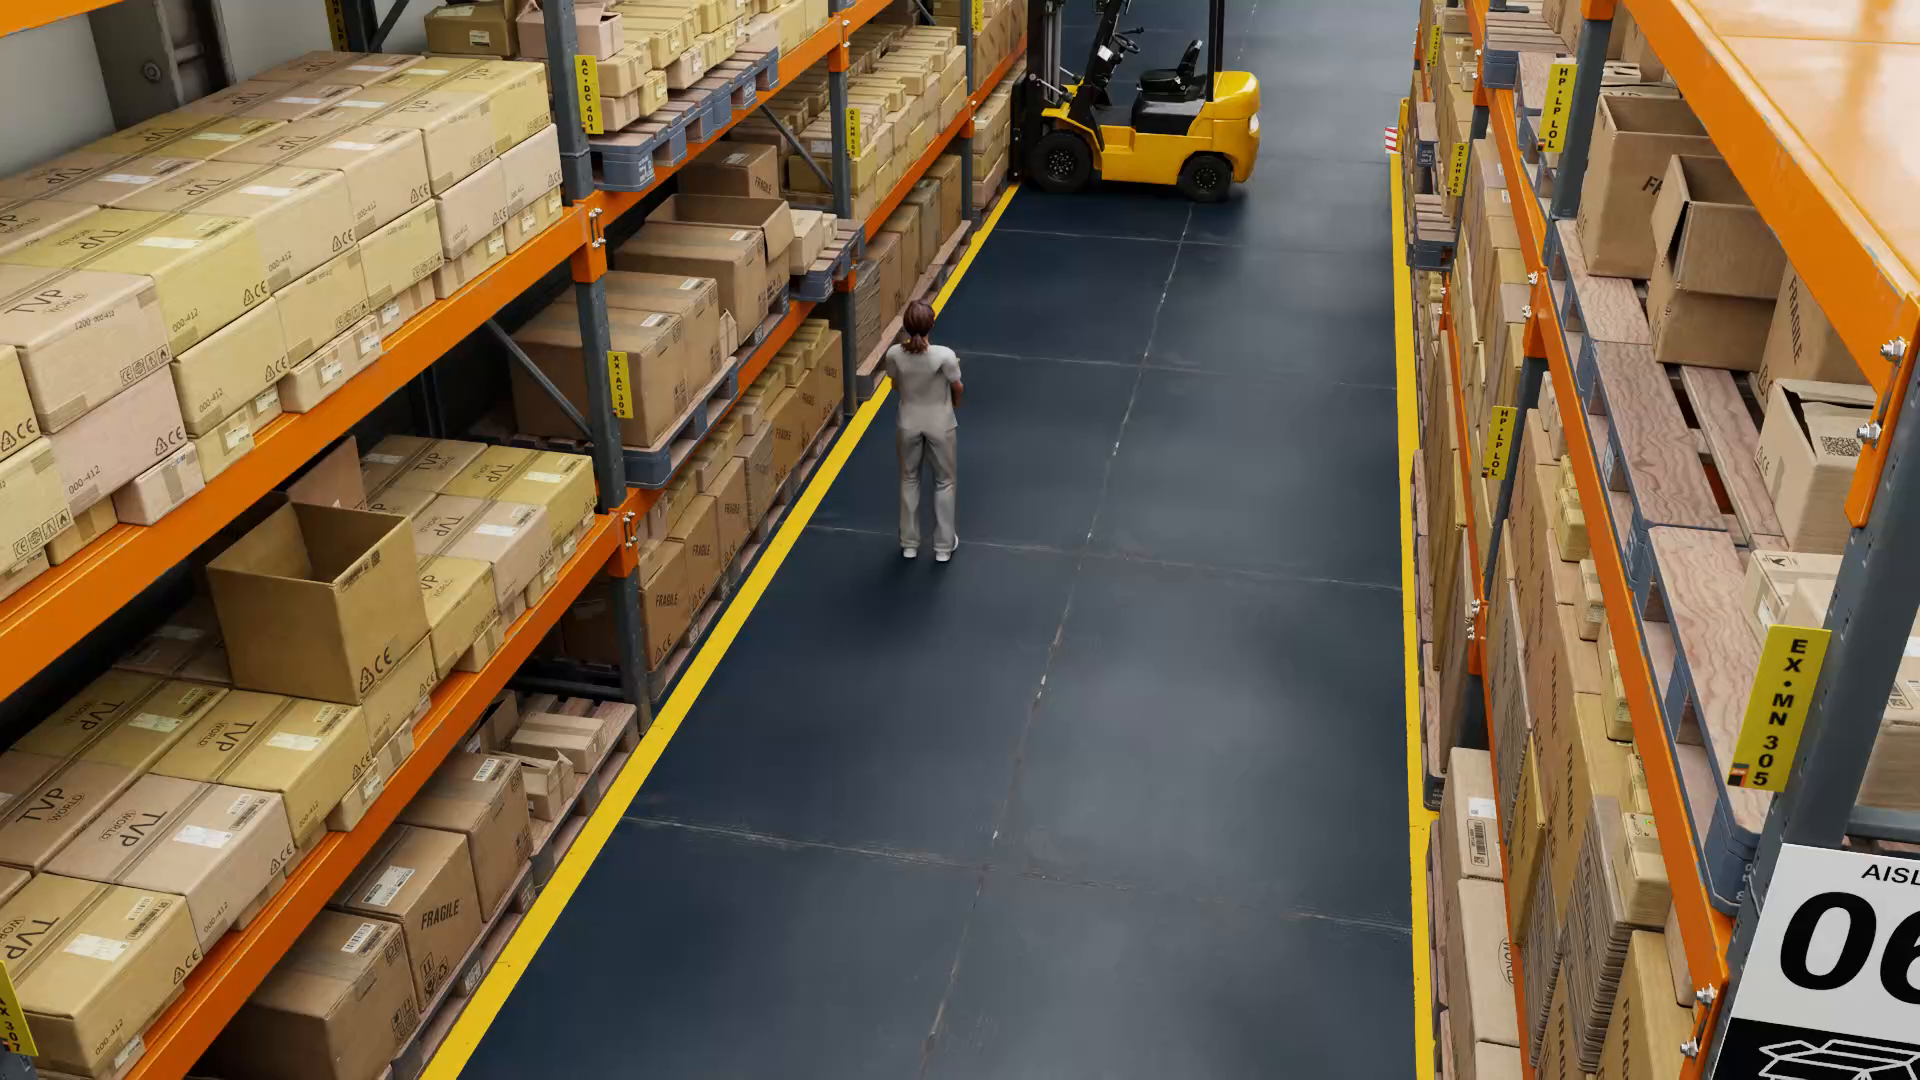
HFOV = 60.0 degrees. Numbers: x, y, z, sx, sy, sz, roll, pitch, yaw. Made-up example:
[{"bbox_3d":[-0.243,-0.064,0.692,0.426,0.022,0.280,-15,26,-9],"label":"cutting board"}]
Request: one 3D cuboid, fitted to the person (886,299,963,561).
[{"bbox_3d":[-0.196,-0.683,9.863,0.438,1.662,0.553,5,29,10],"label":"person"}]
